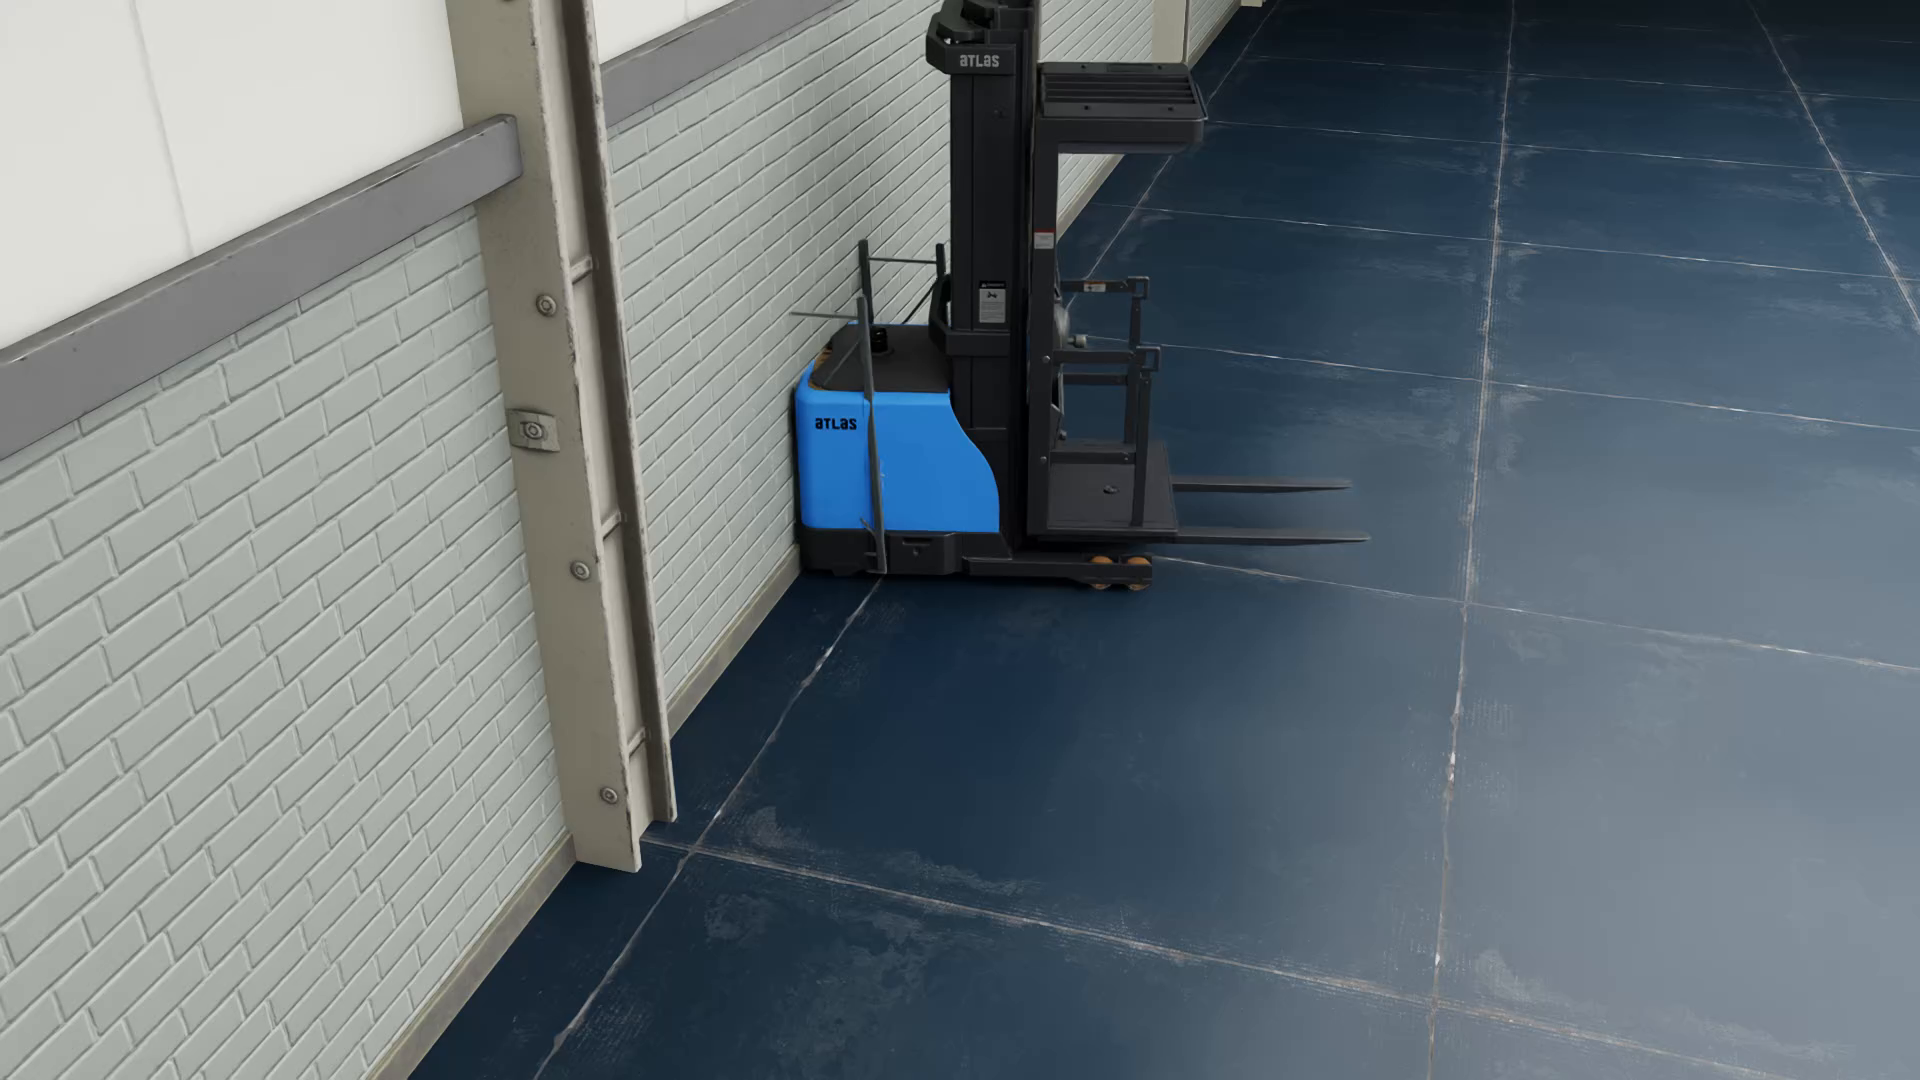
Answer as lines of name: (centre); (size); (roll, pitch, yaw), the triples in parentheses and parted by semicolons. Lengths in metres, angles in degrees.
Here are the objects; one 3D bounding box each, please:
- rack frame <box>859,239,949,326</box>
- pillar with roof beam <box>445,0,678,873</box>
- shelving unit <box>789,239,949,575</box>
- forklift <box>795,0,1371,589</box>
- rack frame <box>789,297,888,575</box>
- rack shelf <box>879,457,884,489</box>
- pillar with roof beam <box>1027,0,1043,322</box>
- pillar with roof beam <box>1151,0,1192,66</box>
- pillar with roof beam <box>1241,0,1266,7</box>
rack frame: (-0.283, -0.947, 9.389); (0.500, 1.500, 0.032); (7, 27, 21)
pillar with roof beam: (2.701, -2.070, 3.714); (9.100, 9.000, 0.400); (8, 30, 15)
shelving unit: (-0.469, -0.739, 8.964); (0.538, 1.500, 1.048); (7, 27, 21)
forklift: (0.678, -1.286, 8.547); (3.031, 2.935, 1.130); (1, 29, 2)
rack frame: (-0.655, -0.532, 8.539); (0.500, 1.500, 0.032); (7, 27, 21)
rack shelf: (-0.460, -0.576, 9.039); (0.538, 0.185, 1.000); (7, 27, 21)
pillar with roof beam: (4.463, -4.858, 8.726); (9.100, 9.000, 0.400); (8, 30, 15)
pillar with roof beam: (6.224, -7.646, 13.739); (9.100, 9.000, 0.400); (8, 30, 15)
pillar with roof beam: (7.985, -10.435, 18.751); (9.100, 9.000, 0.400); (8, 30, 15)
